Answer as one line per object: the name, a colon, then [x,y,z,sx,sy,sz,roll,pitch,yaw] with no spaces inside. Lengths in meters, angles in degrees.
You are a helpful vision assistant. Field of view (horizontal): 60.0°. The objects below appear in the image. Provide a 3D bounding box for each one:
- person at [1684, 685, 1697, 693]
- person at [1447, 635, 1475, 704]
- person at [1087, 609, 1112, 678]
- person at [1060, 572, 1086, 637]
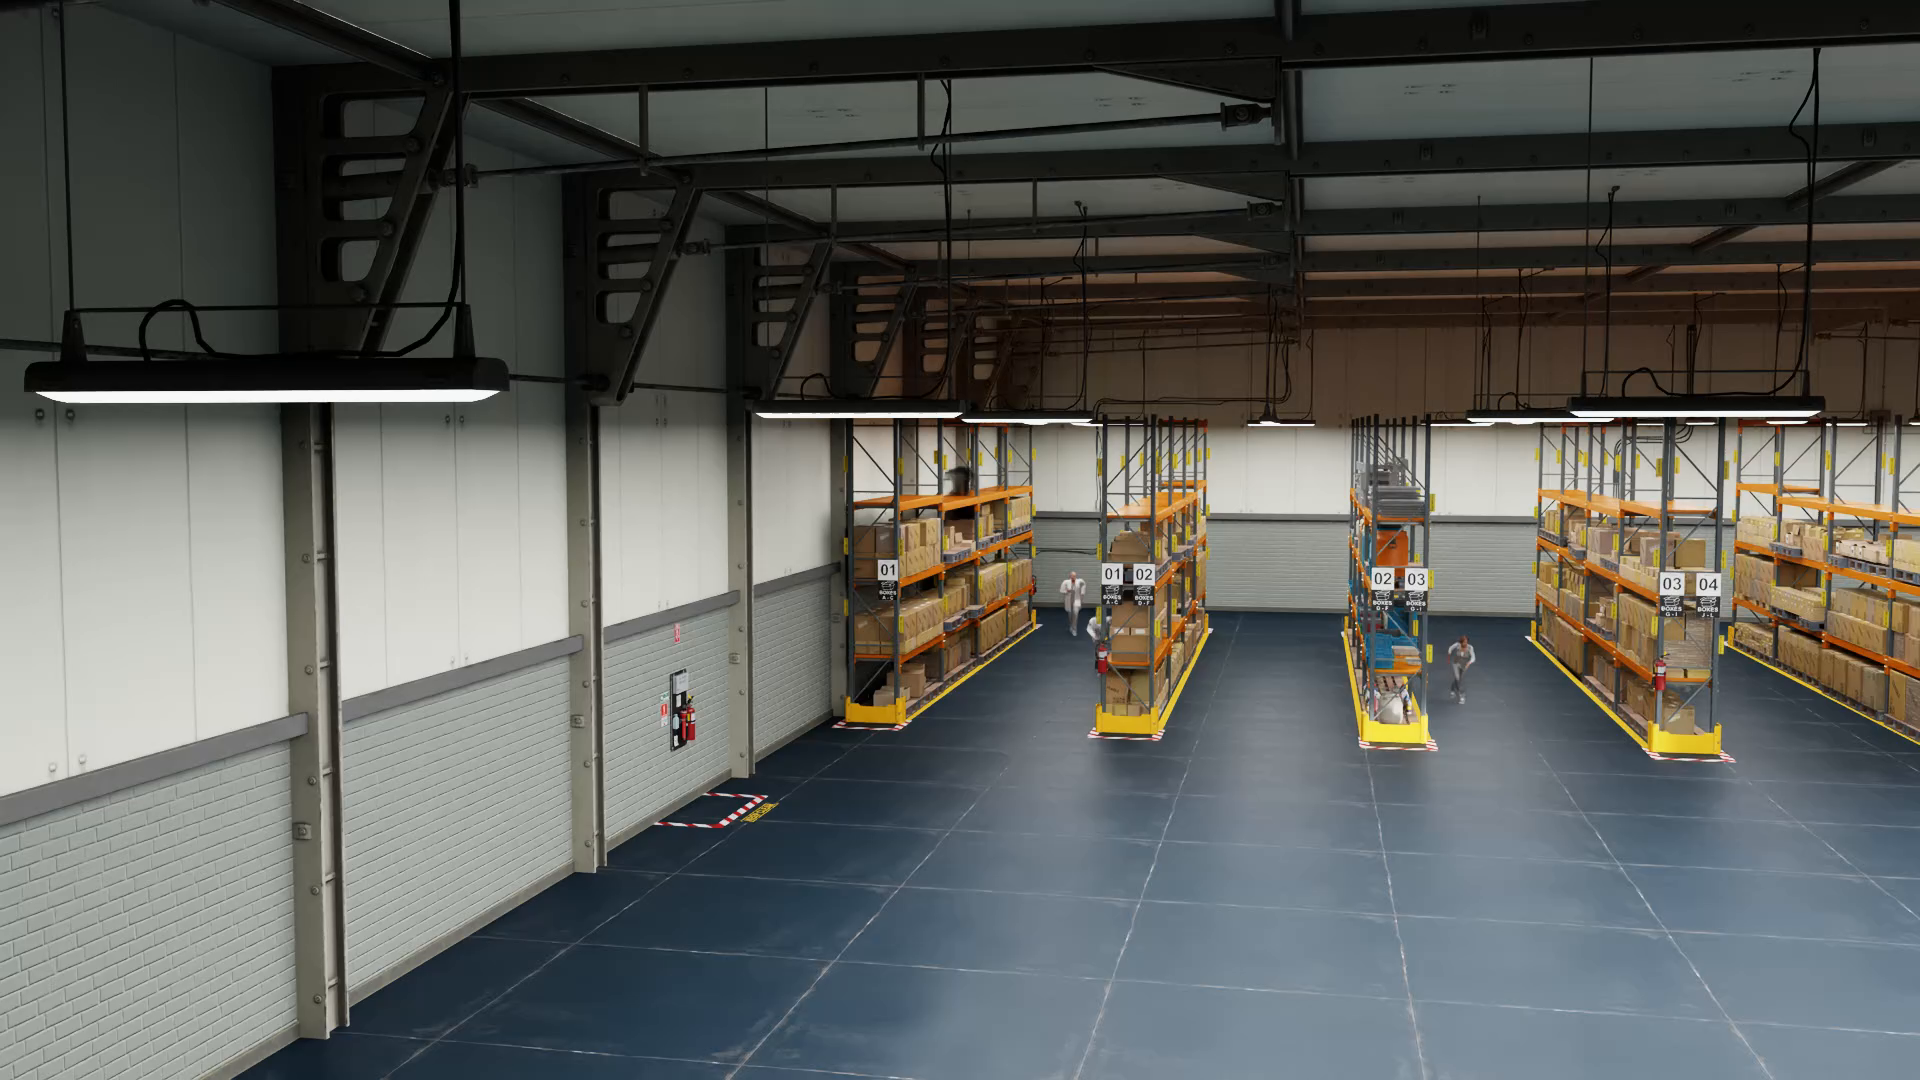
person: [16.161,2.440,36.303,0.699,1.730,0.876,2,4,24]
person: [10.483,2.668,34.873,0.542,1.438,0.961,0,4,7]
person: [3.279,2.363,38.814,0.659,1.633,0.979,0,4,1]
person: [3.148,1.766,46.441,0.710,1.801,1.045,0,4,6]
